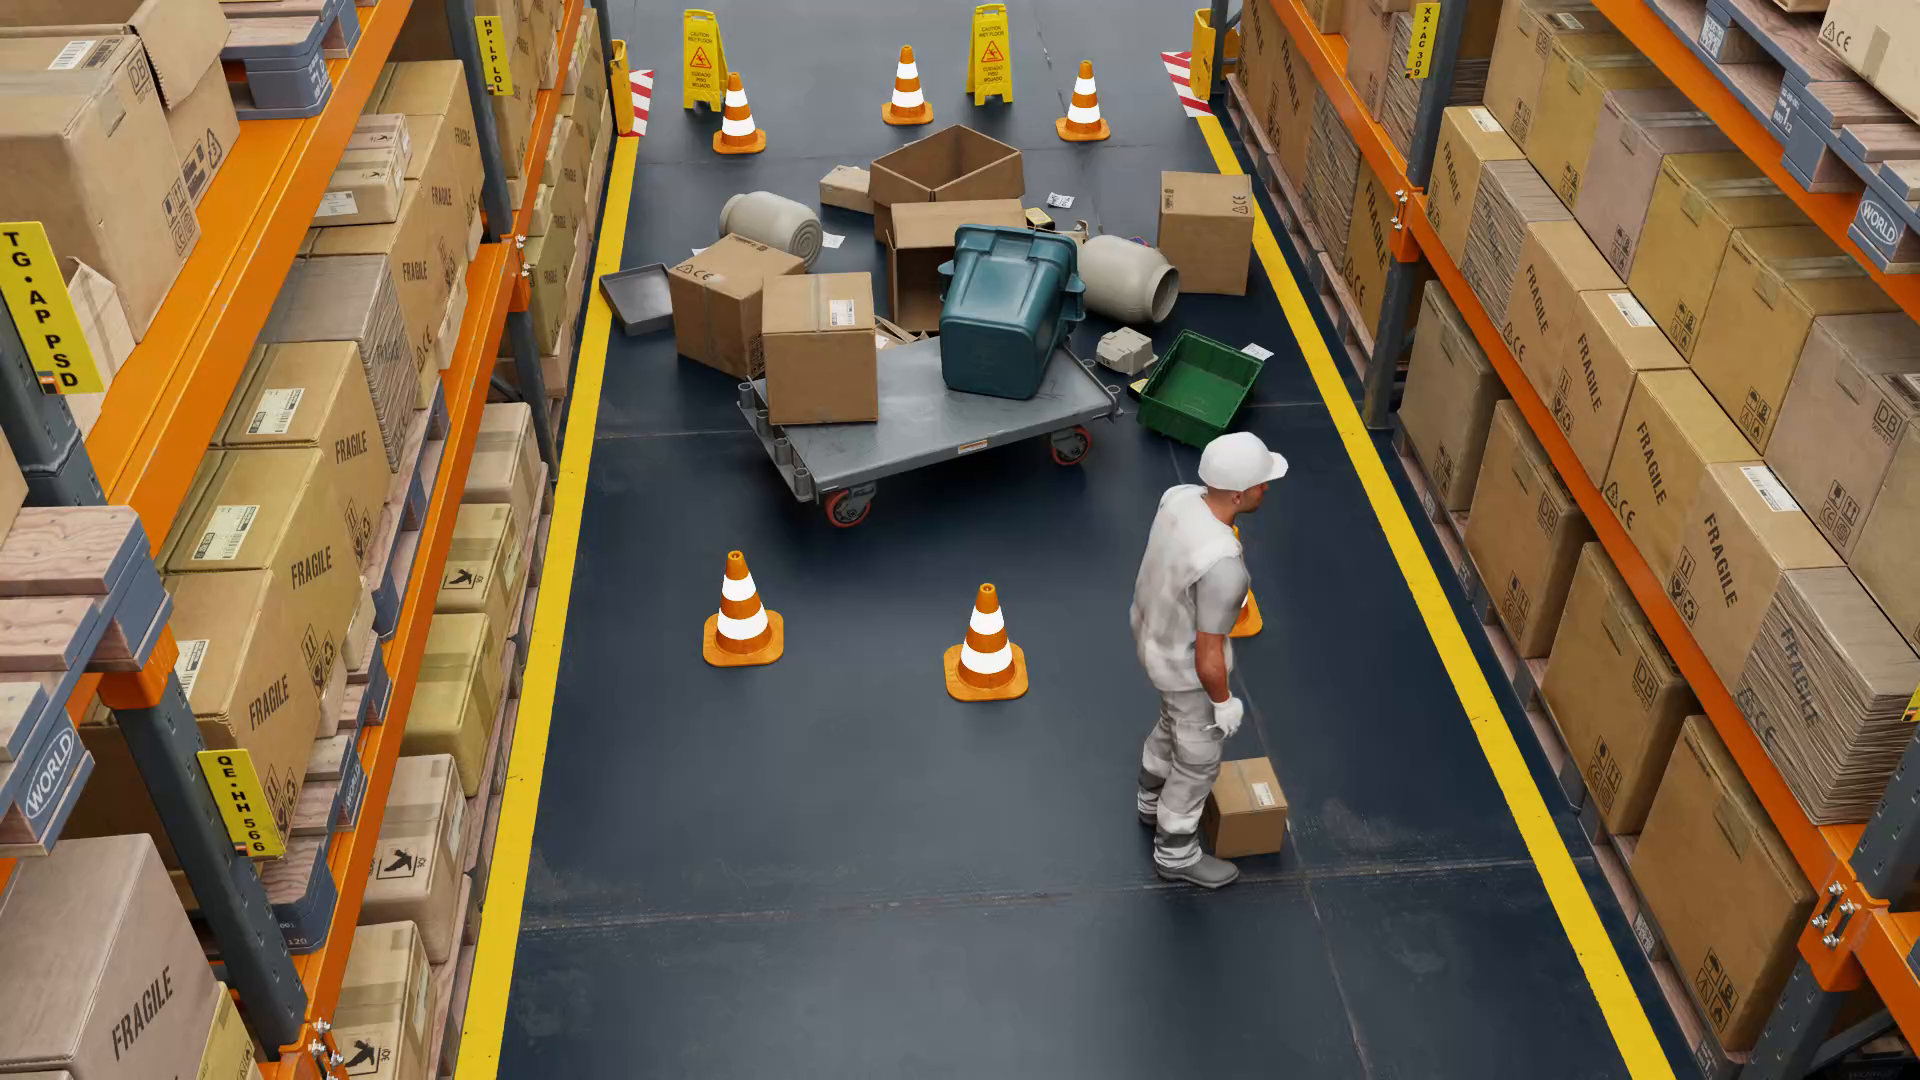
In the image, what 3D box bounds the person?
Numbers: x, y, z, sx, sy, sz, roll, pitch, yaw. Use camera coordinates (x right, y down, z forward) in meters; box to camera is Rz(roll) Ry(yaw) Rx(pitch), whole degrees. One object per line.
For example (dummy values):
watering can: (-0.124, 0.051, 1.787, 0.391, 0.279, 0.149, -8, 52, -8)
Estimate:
person: (0.808, 0.394, 5.650, 0.446, 1.780, 0.620, -5, 39, -6)
